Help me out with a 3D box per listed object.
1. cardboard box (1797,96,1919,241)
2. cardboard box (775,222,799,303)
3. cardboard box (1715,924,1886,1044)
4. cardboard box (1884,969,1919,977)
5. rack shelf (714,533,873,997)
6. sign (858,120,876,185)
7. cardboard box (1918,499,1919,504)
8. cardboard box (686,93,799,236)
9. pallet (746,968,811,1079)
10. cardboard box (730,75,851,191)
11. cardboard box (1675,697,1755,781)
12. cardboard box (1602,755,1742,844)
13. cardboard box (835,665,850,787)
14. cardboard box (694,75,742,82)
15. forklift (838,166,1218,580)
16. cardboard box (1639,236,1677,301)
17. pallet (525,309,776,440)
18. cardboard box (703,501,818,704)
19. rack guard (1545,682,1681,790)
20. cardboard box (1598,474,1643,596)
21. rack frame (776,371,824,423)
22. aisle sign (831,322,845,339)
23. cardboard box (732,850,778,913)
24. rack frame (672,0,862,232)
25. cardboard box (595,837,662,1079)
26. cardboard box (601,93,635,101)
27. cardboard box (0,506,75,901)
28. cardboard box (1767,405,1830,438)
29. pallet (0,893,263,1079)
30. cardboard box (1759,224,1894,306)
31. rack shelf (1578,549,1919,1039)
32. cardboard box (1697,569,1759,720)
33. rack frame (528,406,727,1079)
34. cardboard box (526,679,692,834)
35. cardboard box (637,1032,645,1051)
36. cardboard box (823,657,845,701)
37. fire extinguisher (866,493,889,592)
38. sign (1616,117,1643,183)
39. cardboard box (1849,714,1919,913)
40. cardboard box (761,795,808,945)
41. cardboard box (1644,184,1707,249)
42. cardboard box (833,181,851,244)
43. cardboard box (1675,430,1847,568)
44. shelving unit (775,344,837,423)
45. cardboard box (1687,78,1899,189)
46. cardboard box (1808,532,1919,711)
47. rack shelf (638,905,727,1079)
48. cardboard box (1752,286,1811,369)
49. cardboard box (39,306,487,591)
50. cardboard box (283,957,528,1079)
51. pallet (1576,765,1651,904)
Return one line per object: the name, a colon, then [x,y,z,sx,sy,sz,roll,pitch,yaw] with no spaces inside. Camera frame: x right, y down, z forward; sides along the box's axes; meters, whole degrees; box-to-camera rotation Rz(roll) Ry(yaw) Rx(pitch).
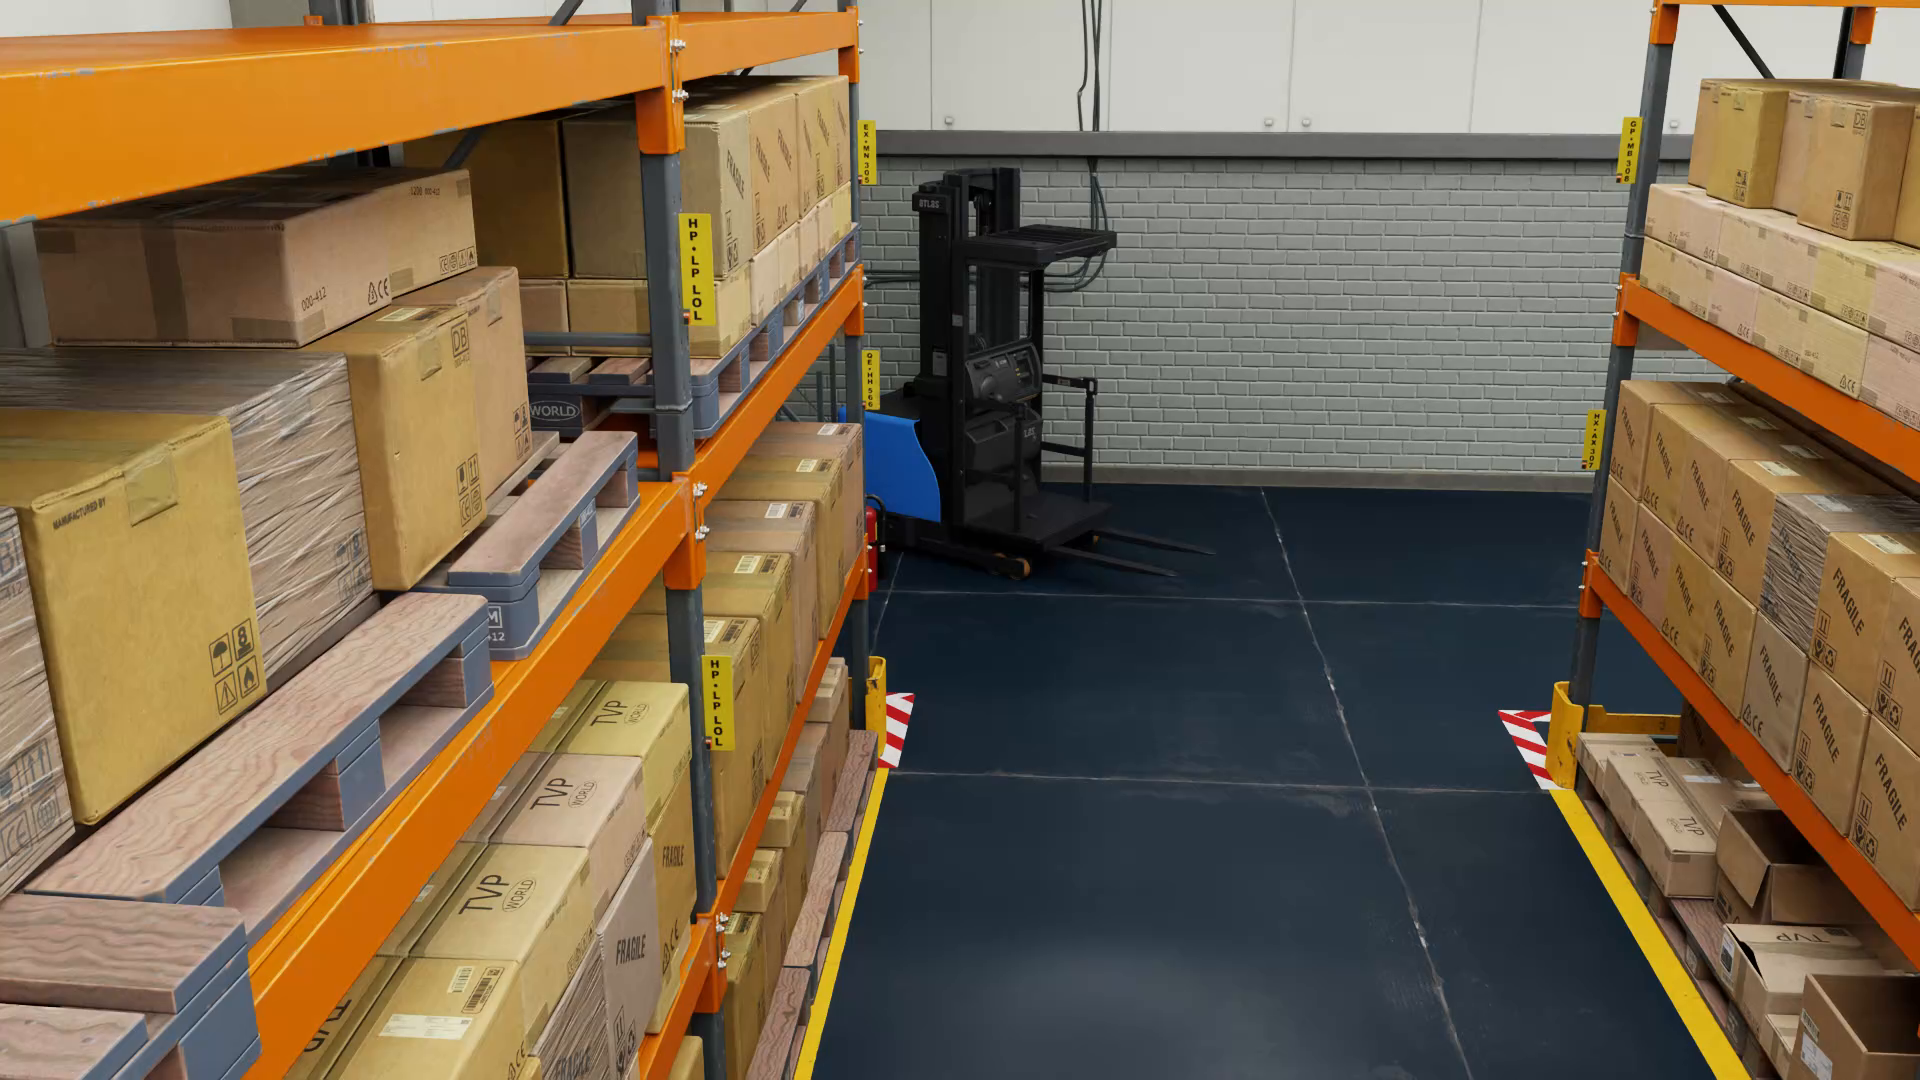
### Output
cardboard box: [3.716,-1.434,6.397,0.700,0.500,0.500,1,18,4]
cardboard box: [-0.920,-1.104,6.564,0.500,0.250,0.500,1,18,2]
cardboard box: [3.440,1.785,6.770,0.500,0.311,0.500,1,18,4]
cardboard box: [3.926,1.876,6.726,0.380,0.166,0.250,1,18,4]
rack shelf: [-1.170,0.744,7.491,1.077,0.370,4.000,1,18,4]
sign: [-0.486,-2.011,8.632,0.100,0.325,0.005,1,18,4]
cardboard box: [4.016,0.150,6.382,0.500,0.500,0.500,1,18,2]
cardboard box: [-0.922,-1.463,6.455,0.500,0.500,0.500,1,18,4]
pallet: [-1.181,2.114,6.633,1.003,0.211,1.213,1,18,4]
cardboard box: [-0.807,-1.943,7.921,0.500,0.500,0.500,1,18,4]
cardboard box: [4.122,1.043,8.729,0.500,0.500,0.500,1,18,4]
cardboard box: [3.557,1.306,8.330,0.500,0.250,0.500,1,18,4]
cardboard box: [-0.977,0.989,8.928,0.700,0.500,0.500,1,18,4]
cardboard box: [-1.320,-1.955,7.958,0.500,0.500,0.500,1,18,2]
forklift: [0.506,-1.280,12.622,3.031,2.935,1.130,13,22,34]
cardboard box: [3.624,-1.310,8.027,0.500,0.250,0.500,1,18,4]
pallet: [-1.244,-0.614,5.805,1.003,0.211,1.213,1,18,4]
cardboard box: [-1.158,0.260,7.331,0.980,0.700,0.700,0,18,1]
rack guard: [3.909,1.102,9.258,1.175,0.500,0.348,1,18,4]
cardboard box: [3.620,-0.025,8.522,0.500,0.500,0.500,2,18,5]
rack frame: [-1.282,-0.553,12.701,0.500,1.500,0.032,0,18,1]
aisle sign: [-0.722,-1.470,8.917,0.394,0.787,0.004,1,18,4]
cardboard box: [-0.951,1.371,6.720,0.380,0.149,0.250,2,18,6]
rack frame: [-1.026,-3.070,8.340,1.000,3.000,0.127,1,18,4]
cardboard box: [-1.121,1.132,4.479,0.500,0.500,0.500,1,18,4]
cardboard box: [-1.444,-1.480,6.507,0.500,0.500,0.500,1,18,2]
cardboard box: [-1.637,0.266,2.110,0.700,0.500,0.500,0,18,1]
cardboard box: [4.122,-0.331,7.850,0.500,0.500,0.500,2,18,5]
pallet: [-1.607,0.729,1.868,1.213,0.211,1.003,2,18,6]
cardboard box: [3.506,-1.082,6.528,0.500,0.250,0.500,1,18,4]
rack shelf: [3.771,0.853,7.157,1.077,0.370,4.000,1,18,4]
cardboard box: [3.512,0.446,7.084,0.500,0.500,0.500,2,18,5]
rack frame: [-1.313,1.023,5.483,1.000,3.000,0.127,1,18,4]
cardboard box: [-1.091,0.619,4.841,0.500,0.250,0.500,2,18,5]
cardboard box: [-1.113,1.403,4.696,0.380,0.149,0.250,2,18,6]
cardboard box: [-0.804,0.725,8.693,0.380,0.149,0.250,1,18,3]
fire extinguisher: [-0.555,-0.042,9.456,0.296,0.674,0.183,1,18,4]
sign: [3.374,-1.963,8.374,0.100,0.325,0.005,1,18,4]
cardboard box: [3.408,0.924,5.625,0.500,0.500,0.500,2,18,5]
cardboard box: [-1.079,1.466,7.471,0.700,0.500,0.500,2,18,5]
cardboard box: [3.618,-1.548,7.950,0.500,0.250,0.500,1,18,4]
cardboard box: [-0.814,-1.587,8.038,0.500,0.250,0.500,2,18,6]
cardboard box: [3.549,-0.183,7.397,0.500,0.500,0.500,2,18,5]
shelving unit: [-1.272,-0.711,13.184,0.538,1.500,1.048,0,18,1]
cardboard box: [3.894,-1.898,7.814,0.700,0.500,0.500,1,18,4]
cardboard box: [3.440,0.288,5.961,0.500,0.500,0.500,1,18,3]
rack shelf: [-1.456,1.986,3.699,1.077,0.370,4.000,1,18,4]
cardboard box: [3.512,-0.844,6.606,0.500,0.250,0.500,1,18,4]
cardboard box: [-1.461,-0.214,3.573,0.700,0.500,0.500,1,18,3]
cardboard box: [-1.210,1.095,3.391,0.500,0.250,0.500,1,18,3]
pallet: [3.853,1.487,8.547,1.003,0.211,1.213,1,18,4]
